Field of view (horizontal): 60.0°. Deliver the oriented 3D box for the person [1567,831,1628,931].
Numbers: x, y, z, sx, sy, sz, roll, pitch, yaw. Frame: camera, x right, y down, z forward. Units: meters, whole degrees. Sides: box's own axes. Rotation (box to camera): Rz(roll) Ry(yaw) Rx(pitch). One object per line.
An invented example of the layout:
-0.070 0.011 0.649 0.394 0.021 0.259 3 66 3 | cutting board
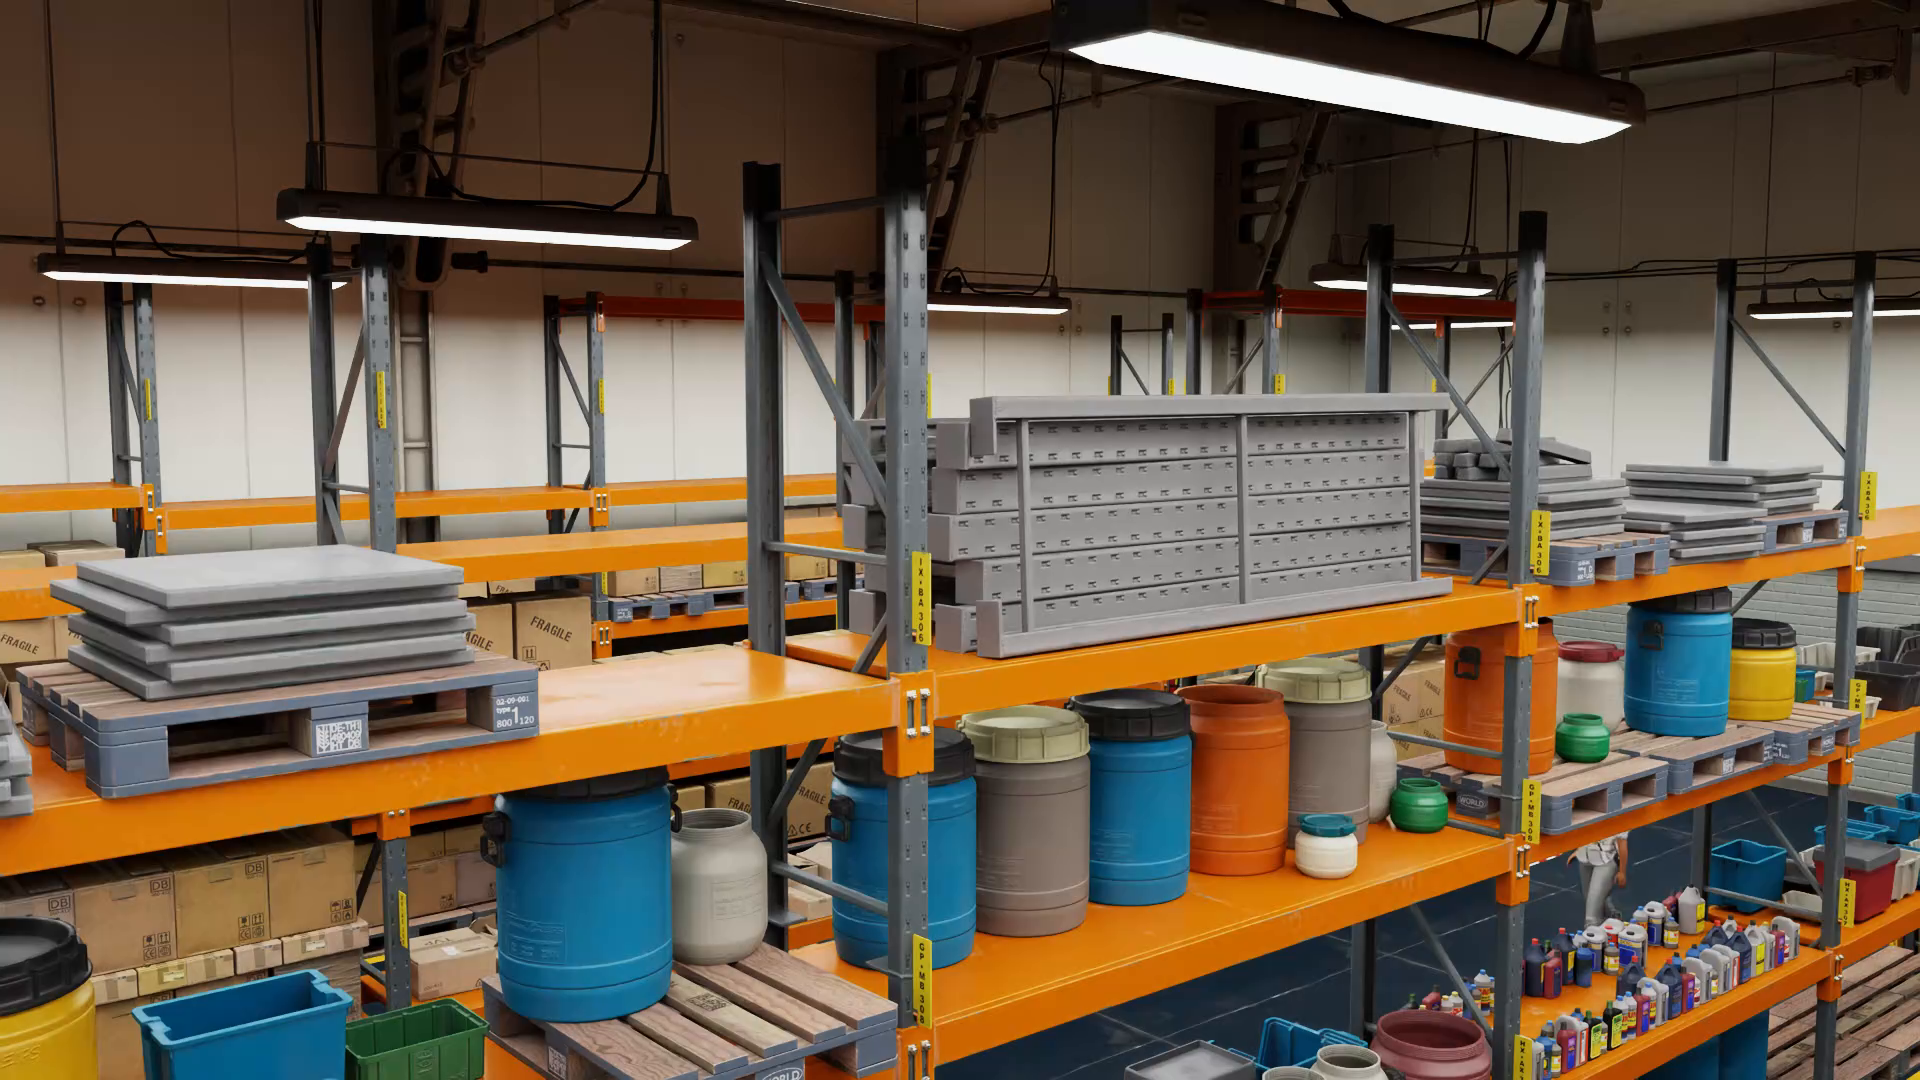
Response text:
5.817 2.918 15.068 0.928 1.610 0.577 -3 7 -32 | person
